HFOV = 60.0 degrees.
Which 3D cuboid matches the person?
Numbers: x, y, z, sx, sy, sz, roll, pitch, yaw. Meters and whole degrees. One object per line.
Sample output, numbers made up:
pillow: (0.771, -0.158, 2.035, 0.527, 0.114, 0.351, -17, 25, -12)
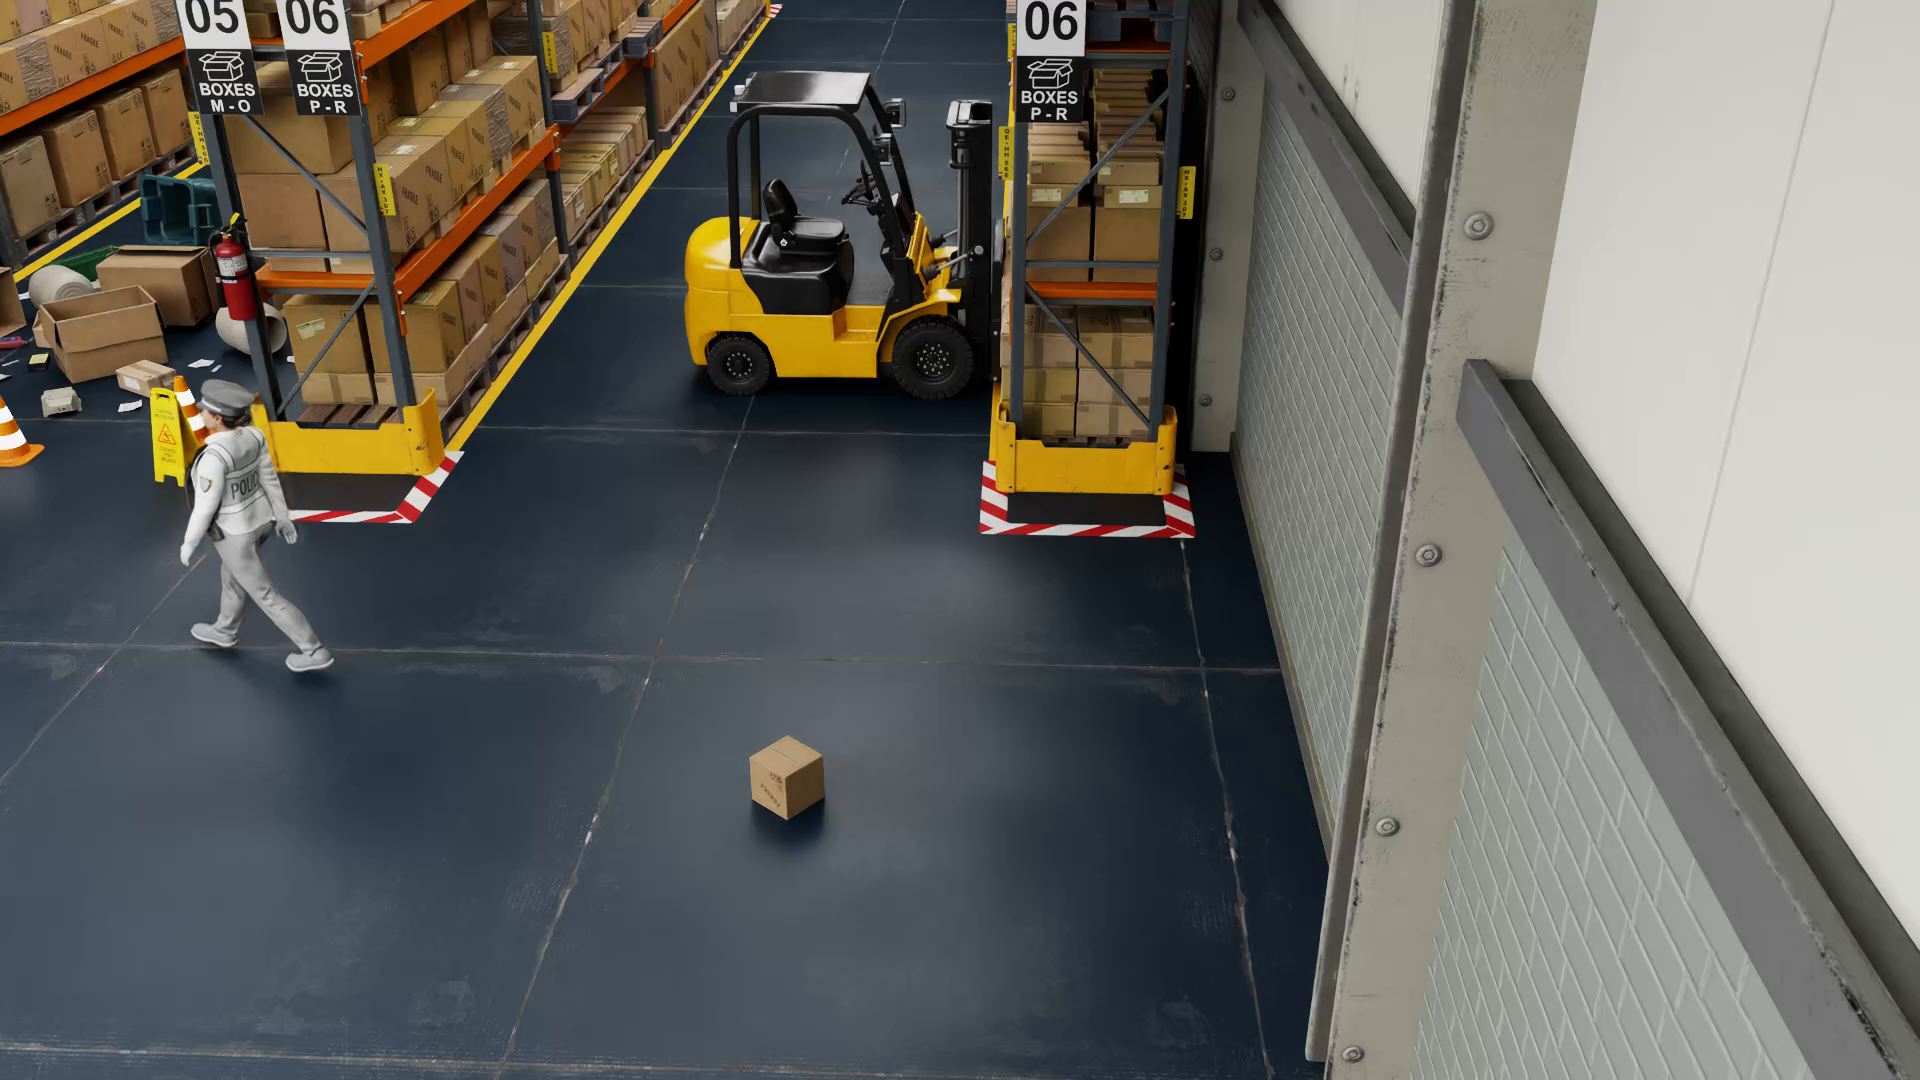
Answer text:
person: (-3.837, -0.074, 8.721, 0.960, 1.635, 0.512, 5, 29, 10)
